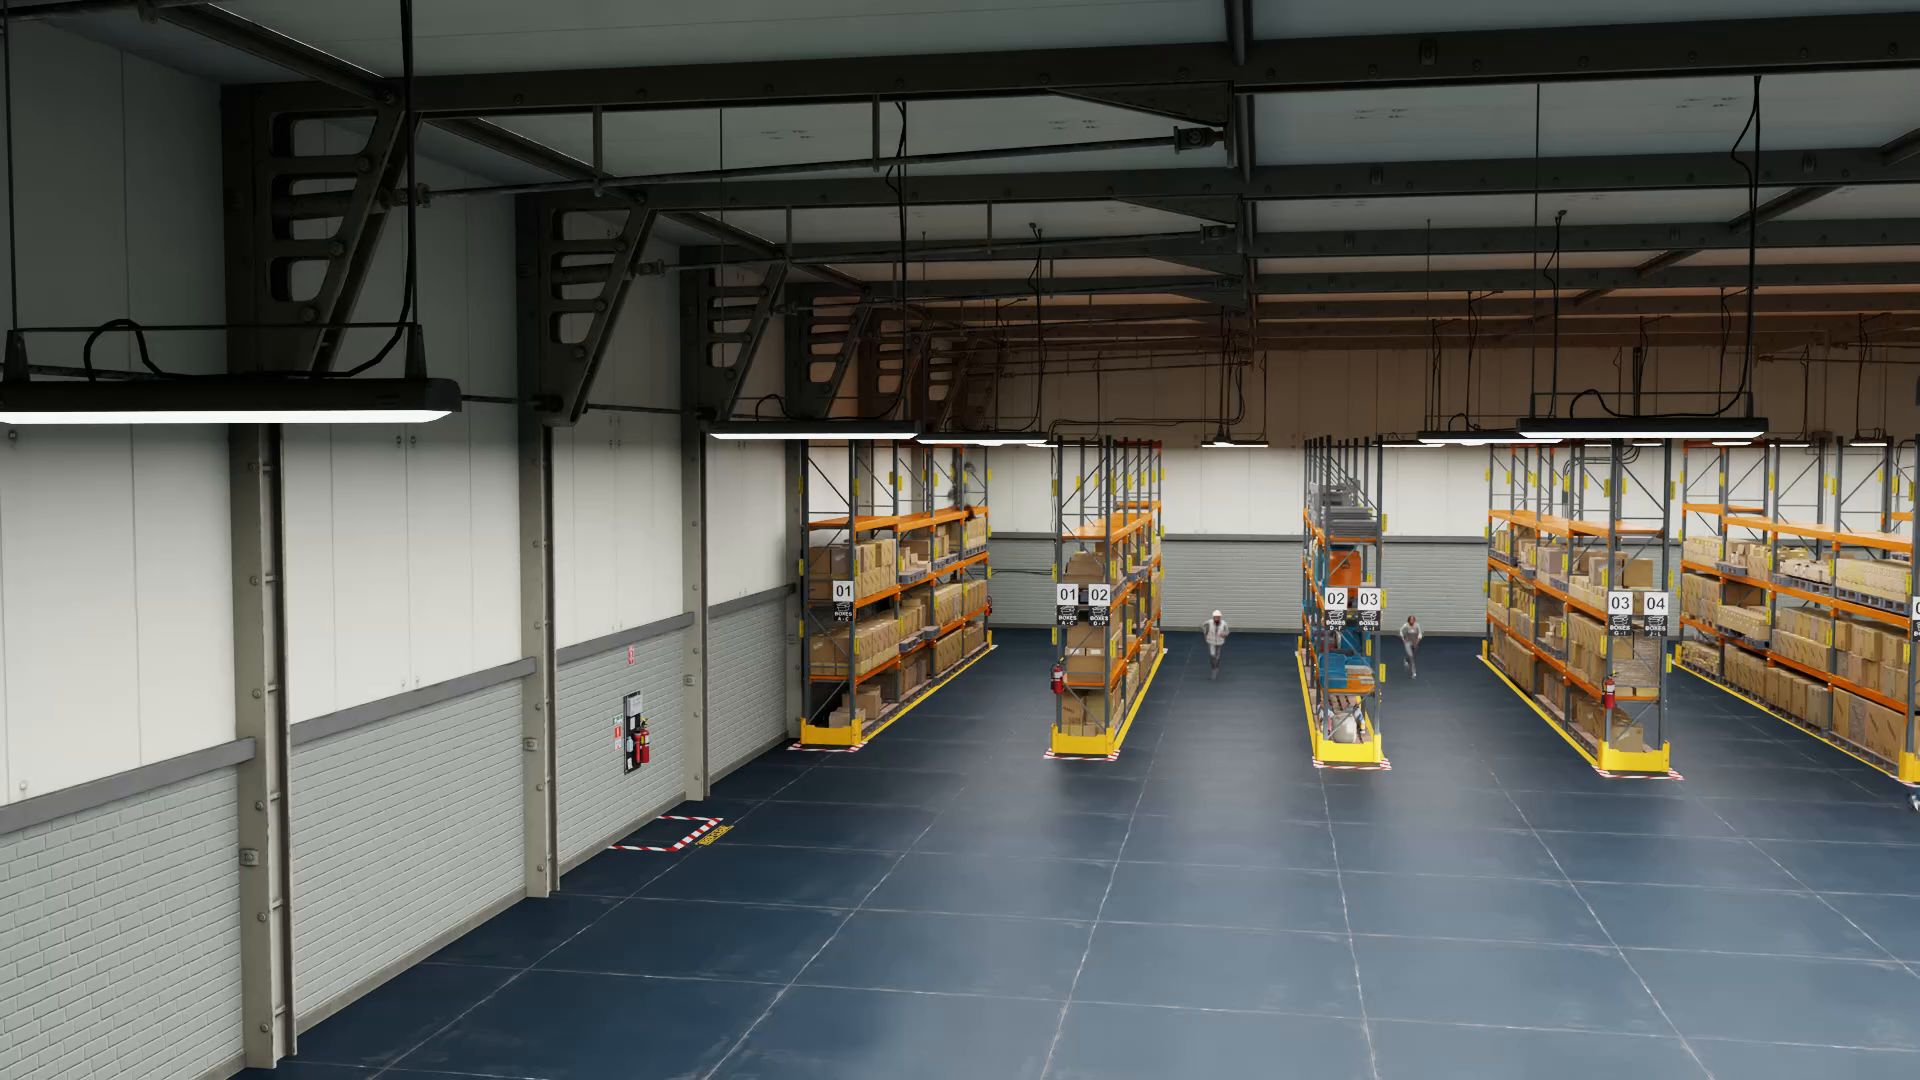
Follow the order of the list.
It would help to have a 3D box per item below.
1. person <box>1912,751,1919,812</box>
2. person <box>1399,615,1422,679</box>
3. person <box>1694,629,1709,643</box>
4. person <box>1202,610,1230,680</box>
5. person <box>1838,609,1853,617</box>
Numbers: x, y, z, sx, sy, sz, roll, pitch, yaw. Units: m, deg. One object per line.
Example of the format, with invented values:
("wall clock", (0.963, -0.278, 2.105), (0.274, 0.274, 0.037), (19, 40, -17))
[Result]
("person", (14.980, 3.568, 25.555), (0.548, 1.556, 0.549), (-2, 4, -34))
("person", (11.406, 2.675, 42.135), (0.536, 1.586, 0.953), (0, 3, 0))
("person", (20.669, 2.371, 46.086), (0.606, 1.740, 0.685), (-1, 3, -25))
("person", (6.425, 2.626, 41.802), (0.676, 1.782, 0.943), (0, 3, 4))
("person", (24.681, 2.322, 46.542), (0.722, 1.757, 0.682), (-1, 3, -15))
